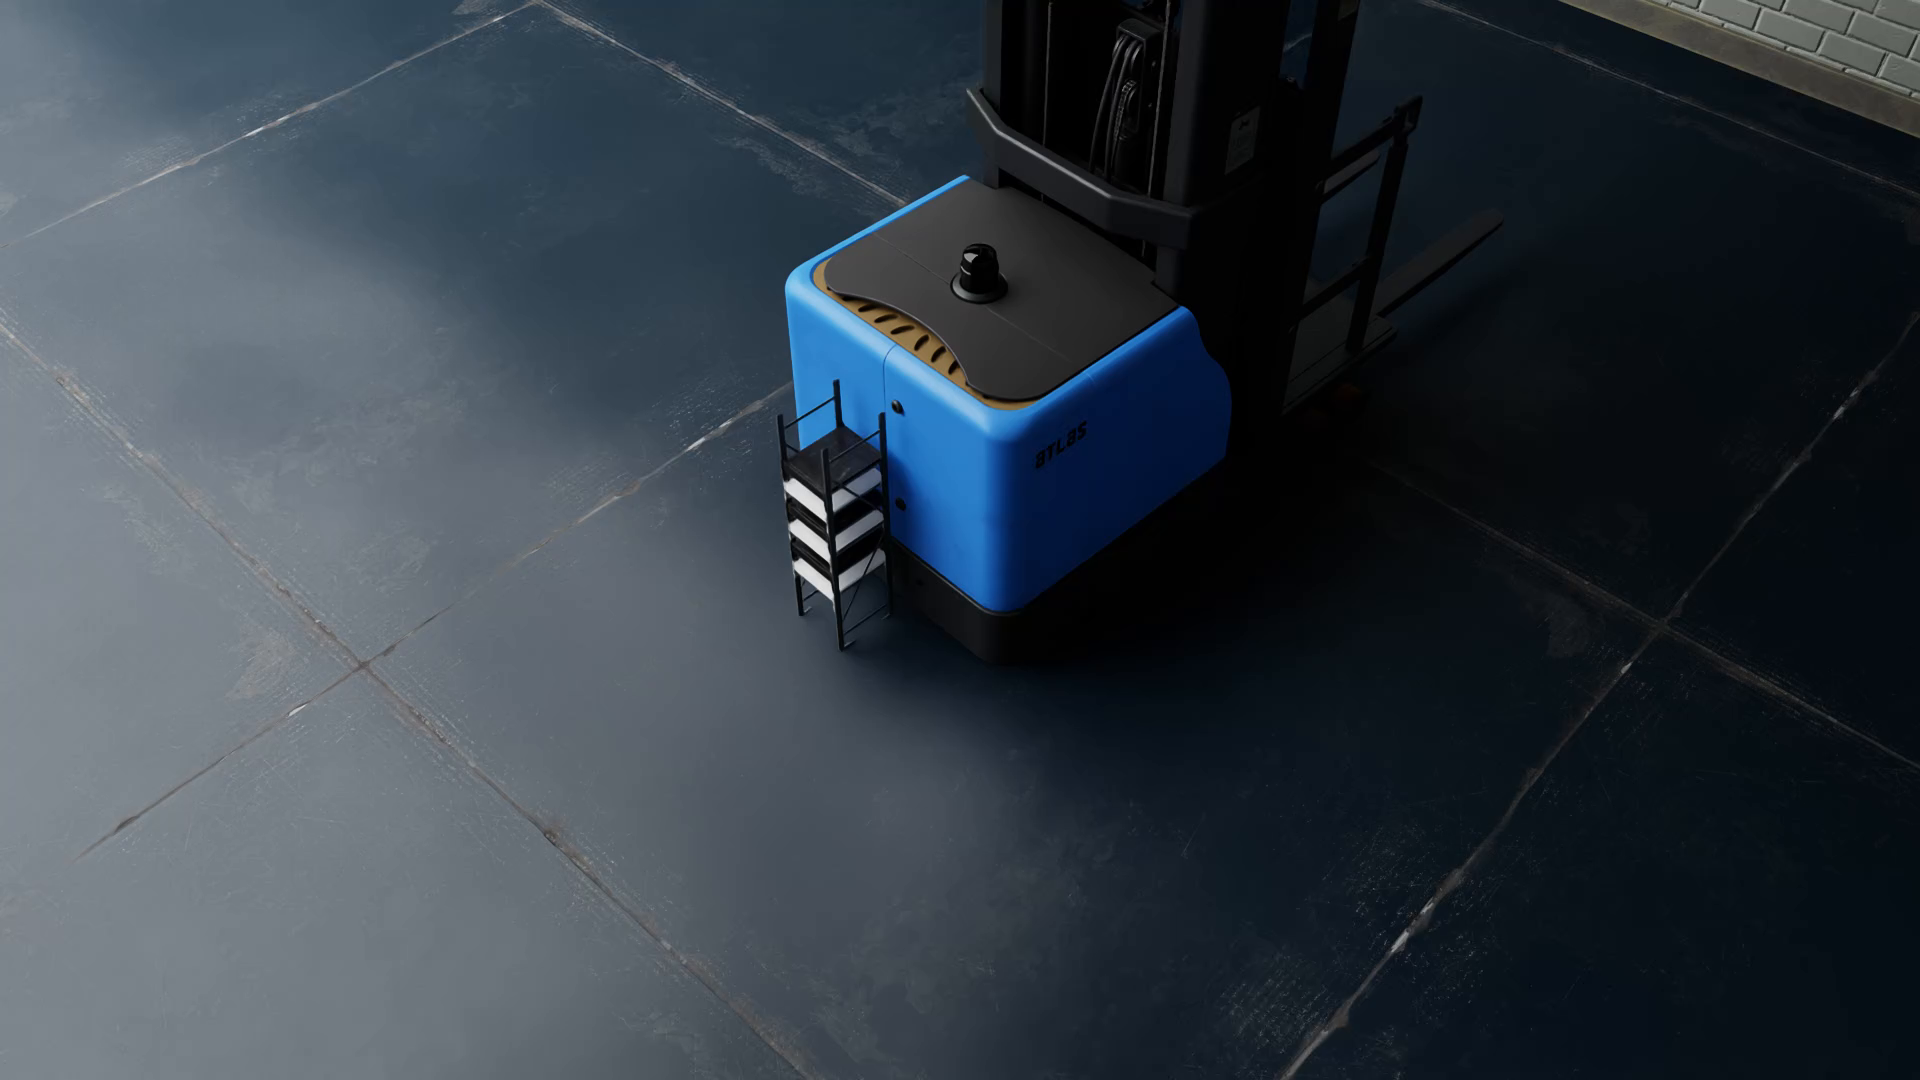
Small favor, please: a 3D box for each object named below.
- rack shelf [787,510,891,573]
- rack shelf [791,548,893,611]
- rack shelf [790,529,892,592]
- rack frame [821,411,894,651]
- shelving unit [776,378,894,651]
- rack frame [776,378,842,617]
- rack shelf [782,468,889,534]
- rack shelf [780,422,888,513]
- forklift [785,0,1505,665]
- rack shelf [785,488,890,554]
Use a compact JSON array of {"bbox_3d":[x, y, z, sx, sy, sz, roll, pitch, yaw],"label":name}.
[{"bbox_3d":[-0.378,-0.038,5.213,0.258,0.077,0.200,-35,56,-28],"label":"rack shelf"},{"bbox_3d":[-0.378,0.085,5.345,0.258,0.077,0.200,-35,56,-28],"label":"rack shelf"},{"bbox_3d":[-0.378,0.024,5.279,0.258,0.077,0.200,-35,56,-28],"label":"rack shelf"},{"bbox_3d":[-0.308,-0.007,5.138,0.240,0.900,0.006,-35,56,-28],"label":"rack frame"},{"bbox_3d":[-0.378,-0.060,5.189,0.258,0.900,0.210,-35,56,-28],"label":"shelving unit"},{"bbox_3d":[-0.448,-0.114,5.239,0.240,0.900,0.006,-35,56,-28],"label":"rack frame"},{"bbox_3d":[-0.378,-0.160,5.082,0.258,0.077,0.200,-35,56,-28],"label":"rack shelf"},{"bbox_3d":[-0.379,-0.222,5.016,0.258,0.077,0.200,-35,56,-28],"label":"rack shelf"},{"bbox_3d":[0.863,-1.564,5.208,3.031,2.935,1.130,-35,56,-28],"label":"forklift"},{"bbox_3d":[-0.378,-0.099,5.147,0.258,0.077,0.200,-35,56,-28],"label":"rack shelf"}]
